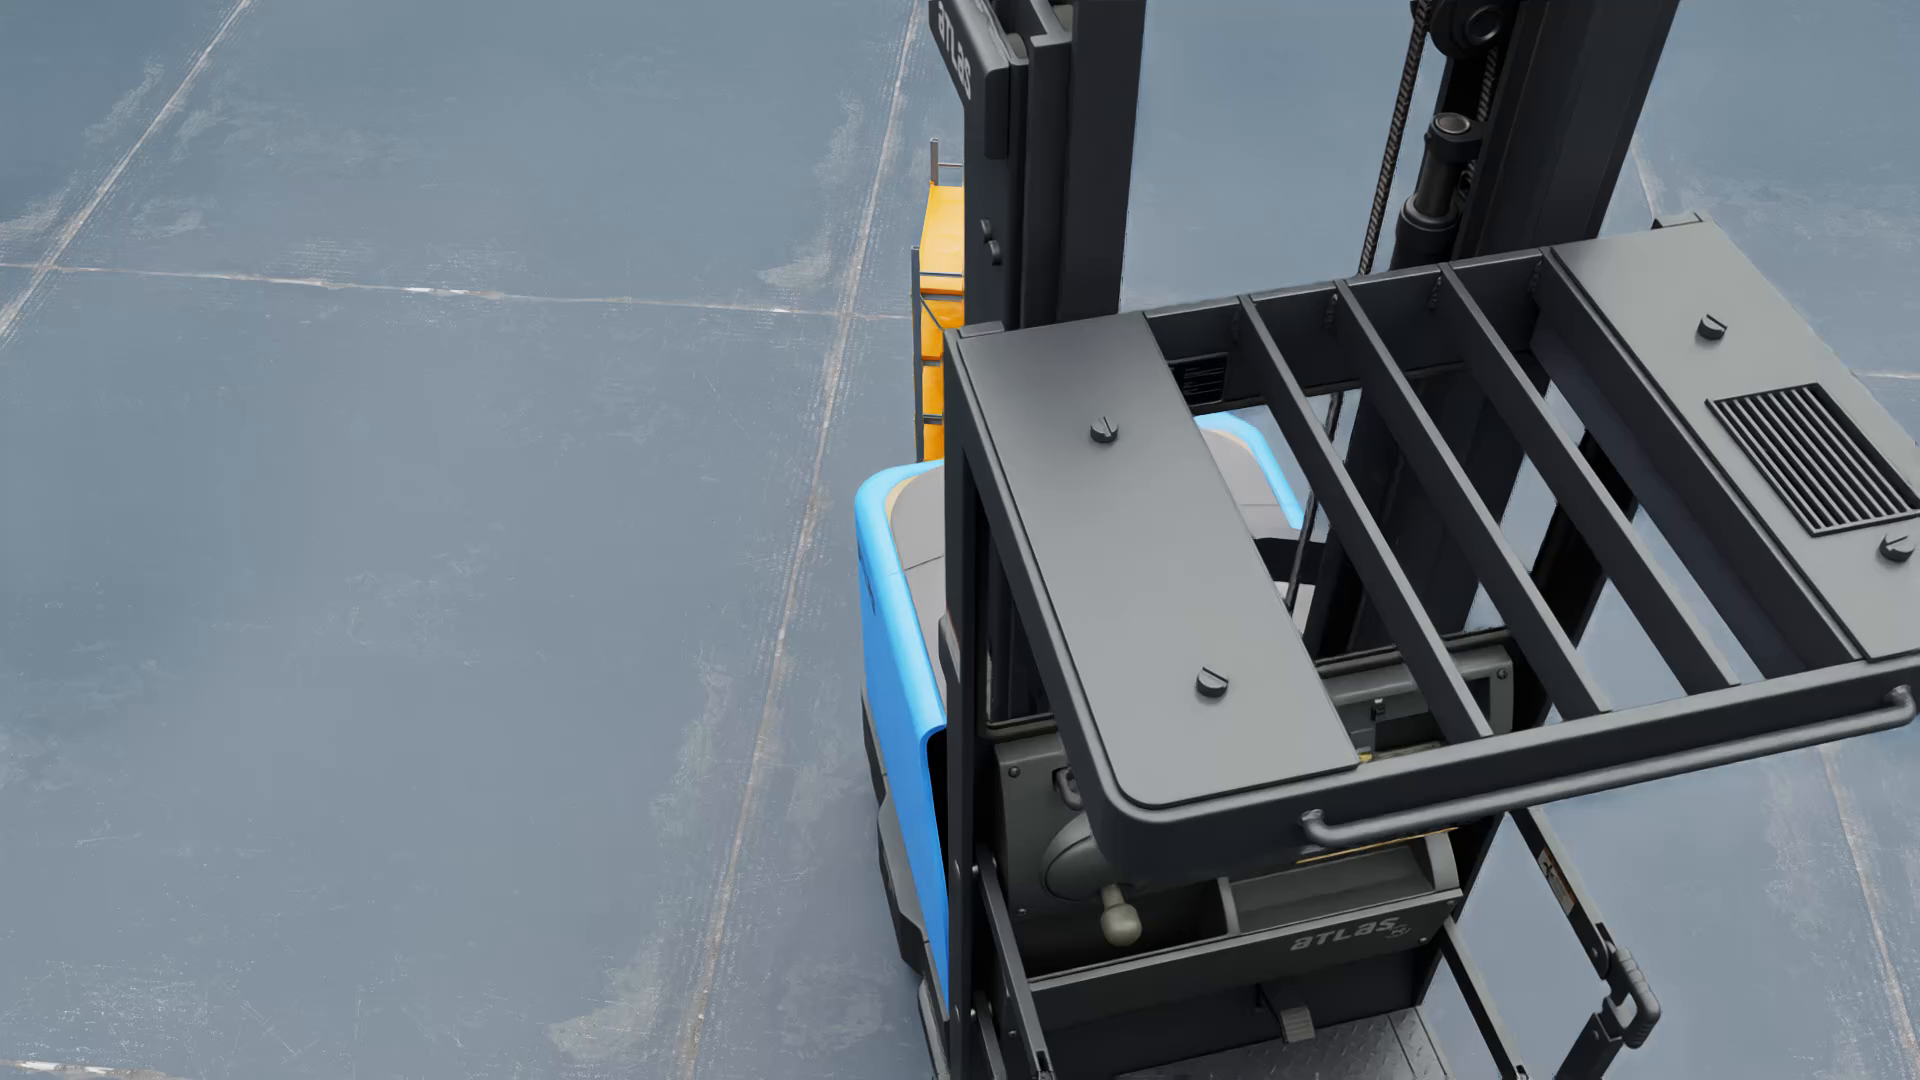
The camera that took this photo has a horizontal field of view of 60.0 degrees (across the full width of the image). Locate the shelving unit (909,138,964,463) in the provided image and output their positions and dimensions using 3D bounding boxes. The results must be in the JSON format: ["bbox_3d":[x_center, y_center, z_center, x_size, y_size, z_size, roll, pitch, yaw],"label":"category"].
[{"bbox_3d":[0.015,-0.527,4.919,0.258,1.200,0.503,4,48,4],"label":"shelving unit"}]

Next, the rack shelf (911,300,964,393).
[{"bbox_3d":[0.015,-0.632,4.803,0.258,0.148,0.480,4,48,4],"label":"rack shelf"}]

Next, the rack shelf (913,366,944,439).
[{"bbox_3d":[0.015,-0.481,4.968,0.258,0.148,0.480,4,48,4],"label":"rack shelf"}]

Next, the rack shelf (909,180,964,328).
[{"bbox_3d":[0.015,-0.792,4.629,0.258,0.148,0.480,4,48,4],"label":"rack shelf"}]

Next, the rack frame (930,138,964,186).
[{"bbox_3d":[0.037,-0.706,5.083,0.240,1.200,0.015,4,48,4],"label":"rack frame"}]

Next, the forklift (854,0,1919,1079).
[{"bbox_3d":[0.576,0.550,2.760,1.130,2.935,3.031,-10,48,-9],"label":"forklift"}]

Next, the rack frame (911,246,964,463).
[{"bbox_3d":[-0.007,-0.347,4.755,0.240,1.200,0.015,4,48,4],"label":"rack frame"}]

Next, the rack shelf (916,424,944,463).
[{"bbox_3d":[0.015,-0.347,5.115,0.258,0.148,0.480,4,48,4],"label":"rack shelf"}]
